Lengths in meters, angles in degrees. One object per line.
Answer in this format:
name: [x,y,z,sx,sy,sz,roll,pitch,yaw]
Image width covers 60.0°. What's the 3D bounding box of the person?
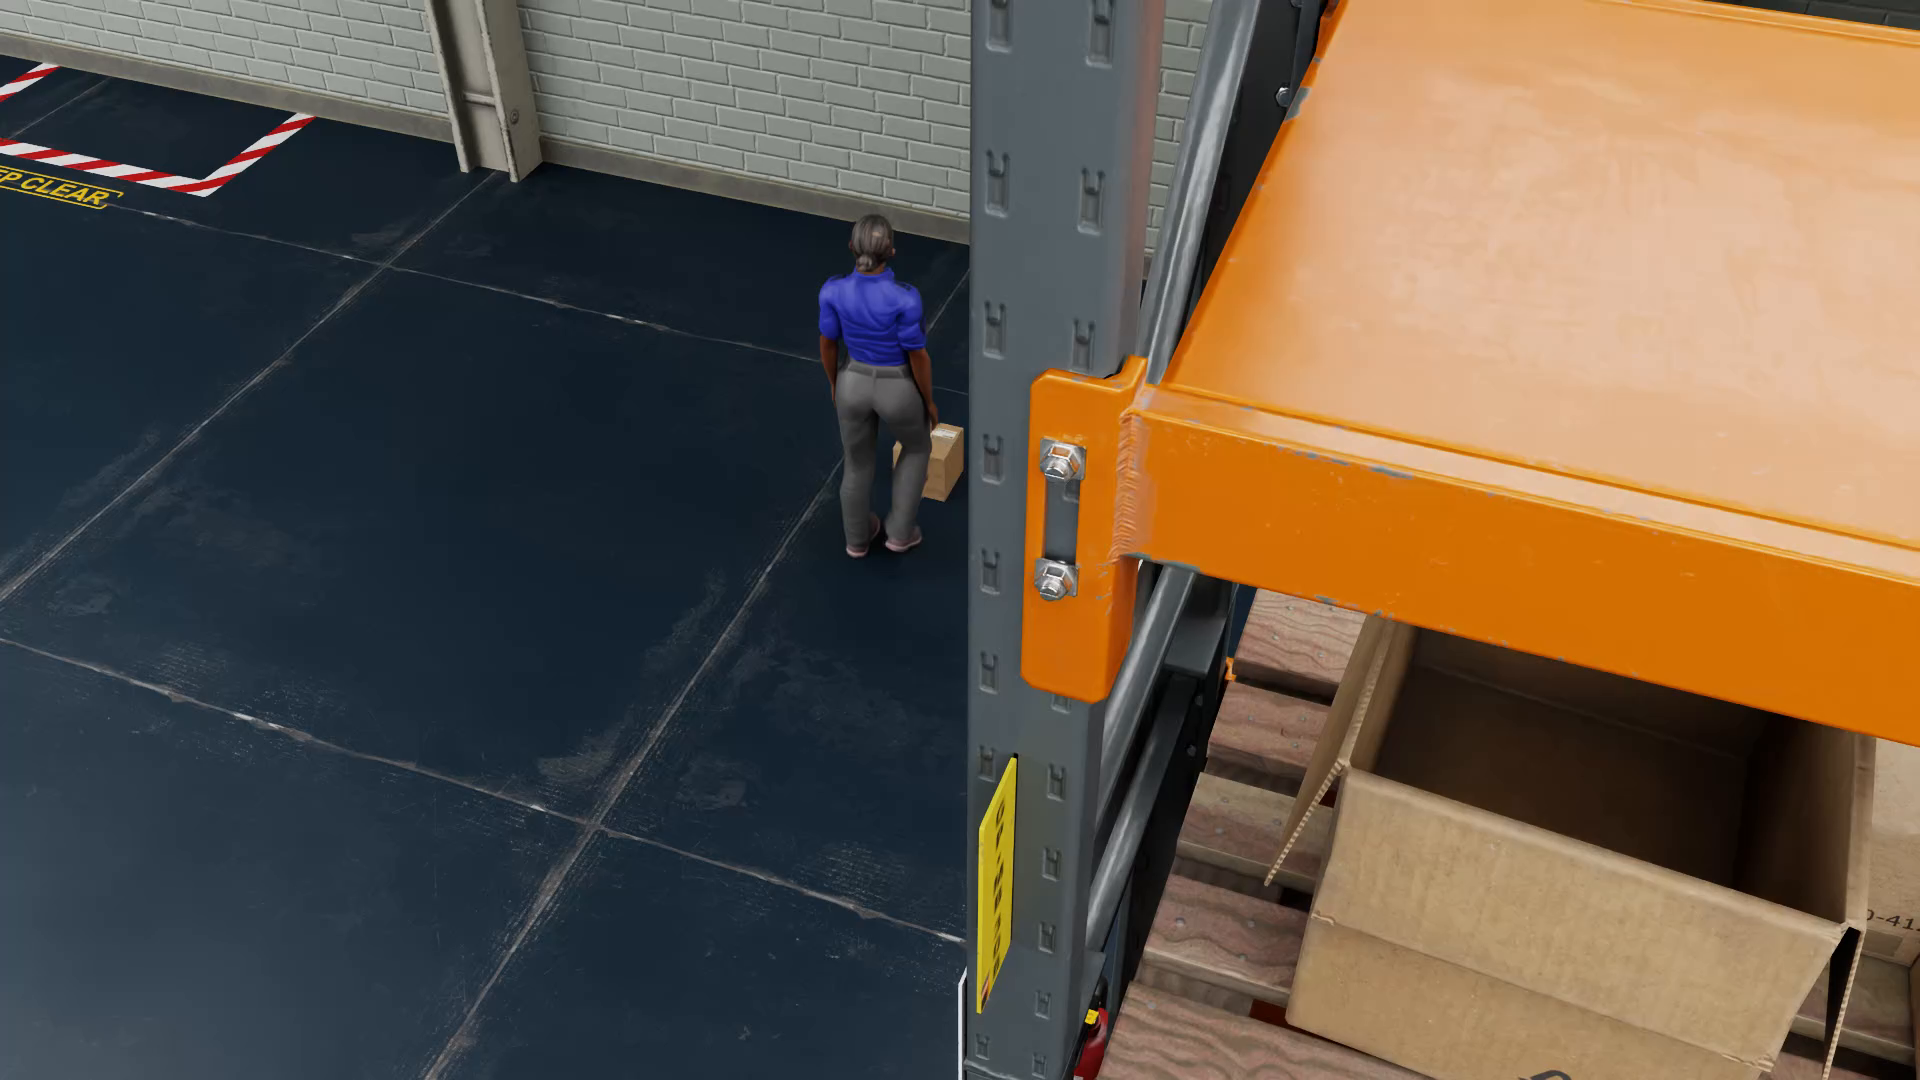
person: [-0.320,-0.639,6.792,0.485,1.589,0.343,9,43,10]
